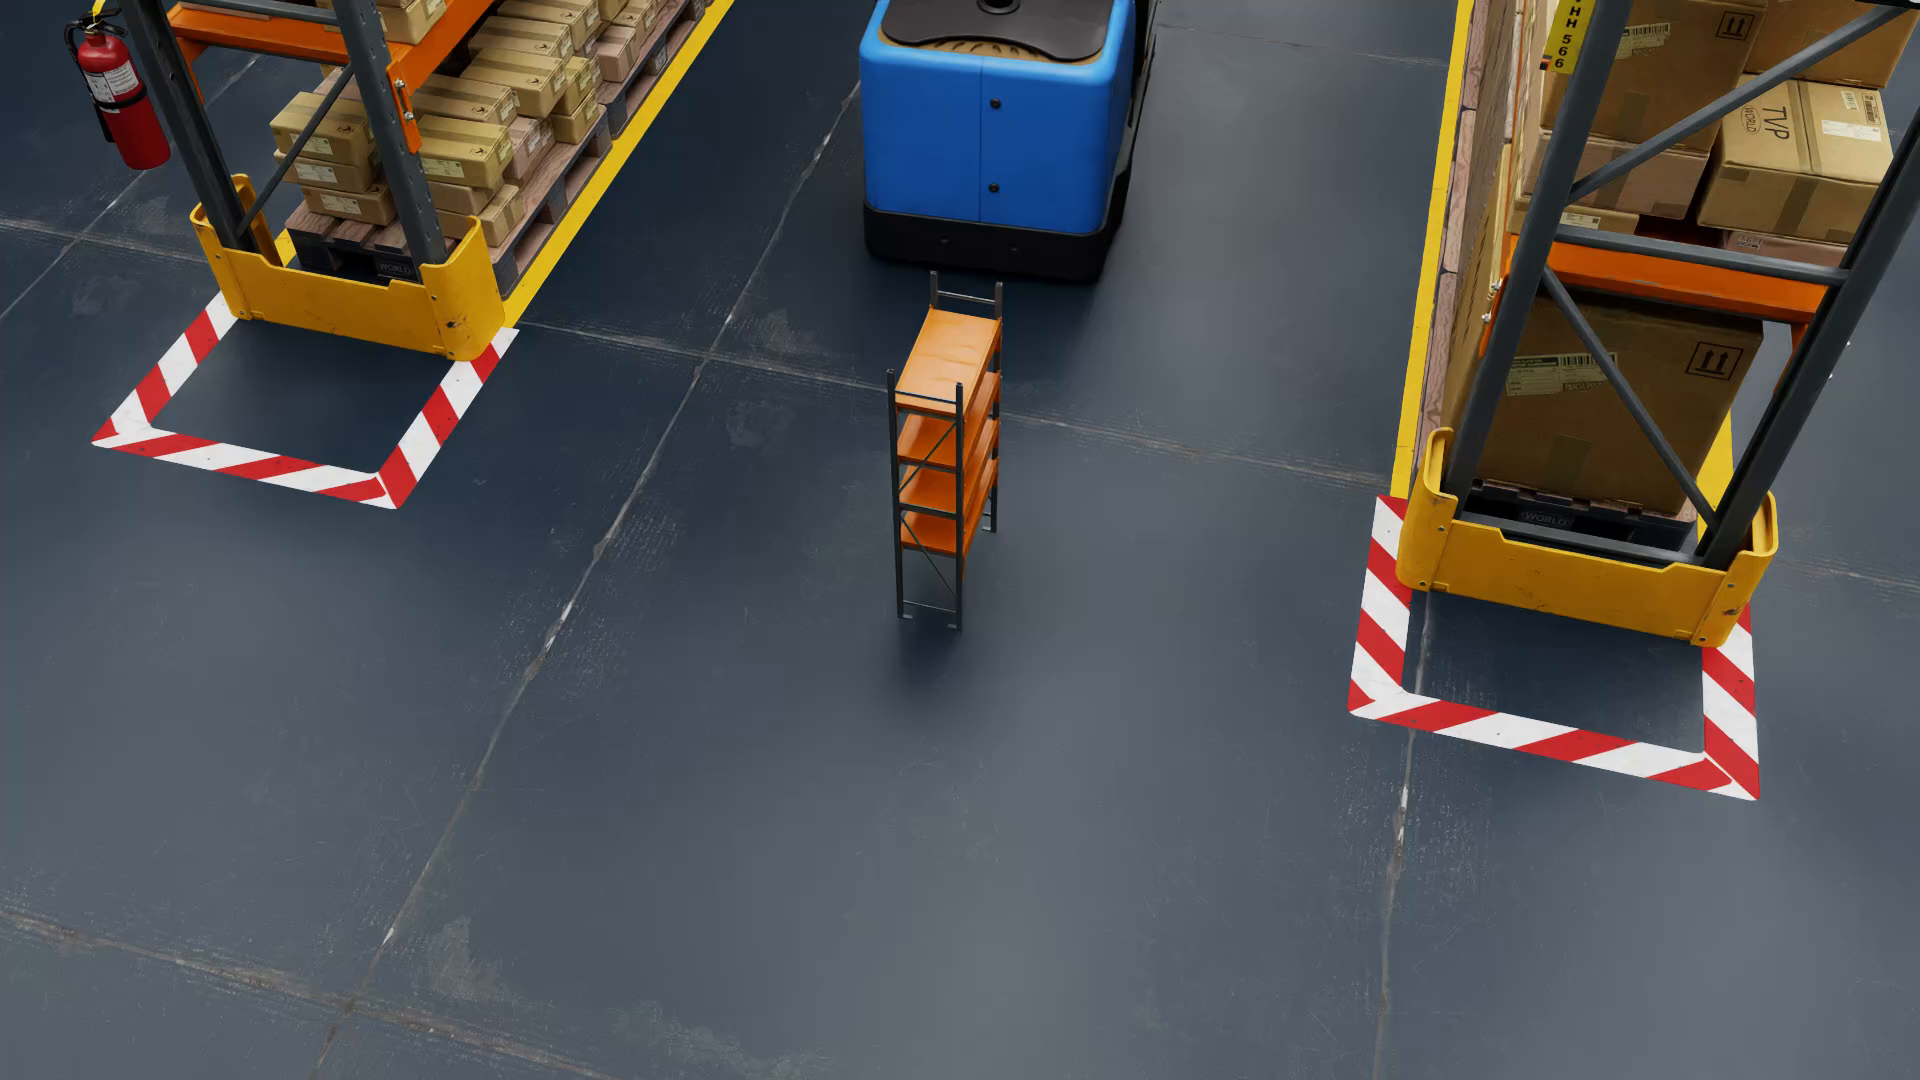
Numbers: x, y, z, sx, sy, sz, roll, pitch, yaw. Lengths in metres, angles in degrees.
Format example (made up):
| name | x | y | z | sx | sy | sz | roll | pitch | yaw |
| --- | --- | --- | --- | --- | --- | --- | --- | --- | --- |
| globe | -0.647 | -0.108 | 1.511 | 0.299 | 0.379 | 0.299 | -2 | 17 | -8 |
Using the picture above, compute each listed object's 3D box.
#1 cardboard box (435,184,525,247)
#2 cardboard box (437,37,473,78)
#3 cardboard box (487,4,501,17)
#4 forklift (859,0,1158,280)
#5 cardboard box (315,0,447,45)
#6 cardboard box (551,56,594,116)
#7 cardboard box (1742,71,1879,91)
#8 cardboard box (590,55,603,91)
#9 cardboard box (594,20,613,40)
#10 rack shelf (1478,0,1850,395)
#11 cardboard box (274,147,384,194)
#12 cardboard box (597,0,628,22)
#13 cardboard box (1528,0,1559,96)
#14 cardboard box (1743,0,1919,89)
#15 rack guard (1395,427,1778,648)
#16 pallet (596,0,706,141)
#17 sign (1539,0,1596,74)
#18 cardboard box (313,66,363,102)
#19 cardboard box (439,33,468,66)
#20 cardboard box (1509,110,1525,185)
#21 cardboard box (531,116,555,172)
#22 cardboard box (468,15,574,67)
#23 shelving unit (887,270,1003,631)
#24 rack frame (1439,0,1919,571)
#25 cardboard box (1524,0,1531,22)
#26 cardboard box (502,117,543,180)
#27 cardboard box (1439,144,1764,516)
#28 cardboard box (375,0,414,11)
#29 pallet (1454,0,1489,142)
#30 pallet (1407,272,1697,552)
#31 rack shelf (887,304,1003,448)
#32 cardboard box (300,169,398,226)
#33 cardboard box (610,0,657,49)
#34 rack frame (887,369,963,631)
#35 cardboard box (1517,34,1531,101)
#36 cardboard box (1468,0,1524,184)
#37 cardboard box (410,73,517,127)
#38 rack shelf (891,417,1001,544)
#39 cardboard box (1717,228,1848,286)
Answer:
| name | x | y | z | sx | sy | sz | roll | pitch | yaw |
| --- | --- | --- | --- | --- | --- | --- | --- | --- | --- |
| cardboard box | -2.103 | -1.417 | 7.121 | 0.380 | 0.149 | 0.250 | 12 | 50 | 11 |
| cardboard box | -2.381 | -2.188 | 7.603 | 0.380 | 0.149 | 0.250 | 11 | 49 | 10 |
| cardboard box | -2.342 | -2.573 | 7.943 | 0.380 | 0.149 | 0.250 | 14 | 50 | 12 |
| forklift | 0.366 | -3.211 | 7.129 | 1.130 | 2.935 | 3.031 | 8 | 49 | 7 |
| cardboard box | -2.148 | -1.992 | 6.175 | 0.380 | 0.149 | 0.250 | 11 | 50 | 10 |
| cardboard box | -1.886 | -2.073 | 7.502 | 0.380 | 0.149 | 0.250 | 13 | 50 | 11 |
| cardboard box | 2.726 | -1.574 | 5.540 | 0.500 | 0.250 | 0.500 | 11 | 49 | 10 |
| cardboard box | -1.906 | -2.170 | 7.786 | 0.380 | 0.149 | 0.250 | 12 | 50 | 10 |
| cardboard box | -1.877 | -2.488 | 7.869 | 0.380 | 0.149 | 0.250 | 14 | 50 | 12 |
| rack shelf | 2.735 | -2.062 | 6.549 | 1.077 | 0.370 | 4.000 | 12 | 50 | 10 |
| cardboard box | -2.686 | -1.638 | 7.118 | 0.380 | 0.149 | 0.250 | 10 | 49 | 9 |
| cardboard box | -1.757 | -2.566 | 7.738 | 0.380 | 0.149 | 0.250 | 12 | 50 | 11 |
| cardboard box | 2.214 | -1.672 | 5.627 | 0.500 | 0.250 | 0.500 | 11 | 49 | 9 |
| cardboard box | 2.727 | -1.806 | 5.245 | 0.500 | 0.500 | 0.500 | 10 | 49 | 9 |
| rack guard | 2.202 | -0.009 | 5.925 | 1.175 | 0.500 | 0.348 | 12 | 50 | 10 |
| pallet | -1.959 | -2.498 | 8.314 | 1.003 | 0.211 | 1.213 | 12 | 50 | 10 |
| sign | 1.689 | -1.432 | 4.583 | 0.100 | 0.325 | 0.005 | 12 | 50 | 10 |
| cardboard box | -2.533 | -1.901 | 7.152 | 0.380 | 0.149 | 0.250 | 12 | 50 | 11 |
| cardboard box | -2.459 | -2.288 | 7.494 | 0.380 | 0.149 | 0.250 | 10 | 49 | 9 |
| cardboard box | 2.051 | -1.281 | 5.548 | 0.380 | 0.149 | 0.250 | 12 | 50 | 10 |
| cardboard box | -2.054 | -1.803 | 7.462 | 0.380 | 0.149 | 0.250 | 12 | 50 | 10 |
| cardboard box | -1.952 | -2.186 | 7.403 | 0.380 | 0.149 | 0.250 | 9 | 49 | 8 |
| shelving unit | -0.044 | -0.277 | 5.694 | 0.258 | 1.200 | 0.503 | 12 | 50 | 10 |
| rack frame | 2.209 | -0.854 | 5.003 | 1.000 | 3.000 | 0.127 | 12 | 50 | 10 |
| cardboard box | 2.320 | -2.020 | 6.199 | 0.380 | 0.149 | 0.250 | 12 | 50 | 10 |
| cardboard box | -2.038 | -1.715 | 7.186 | 0.380 | 0.149 | 0.250 | 11 | 50 | 10 |
| cardboard box | 2.300 | -0.768 | 6.064 | 0.875 | 0.875 | 0.875 | 12 | 50 | 10 |
| cardboard box | -2.165 | -2.307 | 6.020 | 0.500 | 0.500 | 0.500 | 14 | 50 | 12 |
| pallet | 2.986 | -2.290 | 8.130 | 1.003 | 0.211 | 1.213 | 12 | 50 | 10 |
| pallet | 2.344 | -0.525 | 6.572 | 1.003 | 0.211 | 1.213 | 12 | 50 | 10 |
| rack shelf | -0.044 | -0.537 | 5.400 | 0.258 | 0.148 | 0.480 | 12 | 50 | 10 |
| cardboard box | -2.613 | -1.523 | 7.215 | 0.380 | 0.149 | 0.250 | 12 | 50 | 11 |
| cardboard box | -1.709 | -2.538 | 8.111 | 0.380 | 0.149 | 0.250 | 12 | 50 | 10 |
| rack frame | -0.108 | -0.101 | 5.539 | 0.240 | 1.200 | 0.015 | 12 | 50 | 10 |
| cardboard box | 2.186 | -1.644 | 5.868 | 0.380 | 0.149 | 0.250 | 12 | 50 | 11 |
| cardboard box | 2.774 | -2.070 | 7.213 | 0.875 | 0.875 | 0.875 | 12 | 50 | 10 |
| cardboard box | -2.128 | -1.833 | 7.092 | 0.380 | 0.149 | 0.250 | 12 | 50 | 11 |
| rack shelf | -0.044 | -0.233 | 5.745 | 0.258 | 0.148 | 0.480 | 12 | 50 | 10 |
| cardboard box | 2.620 | -0.962 | 5.266 | 0.380 | 0.149 | 0.250 | 12 | 50 | 10 |
